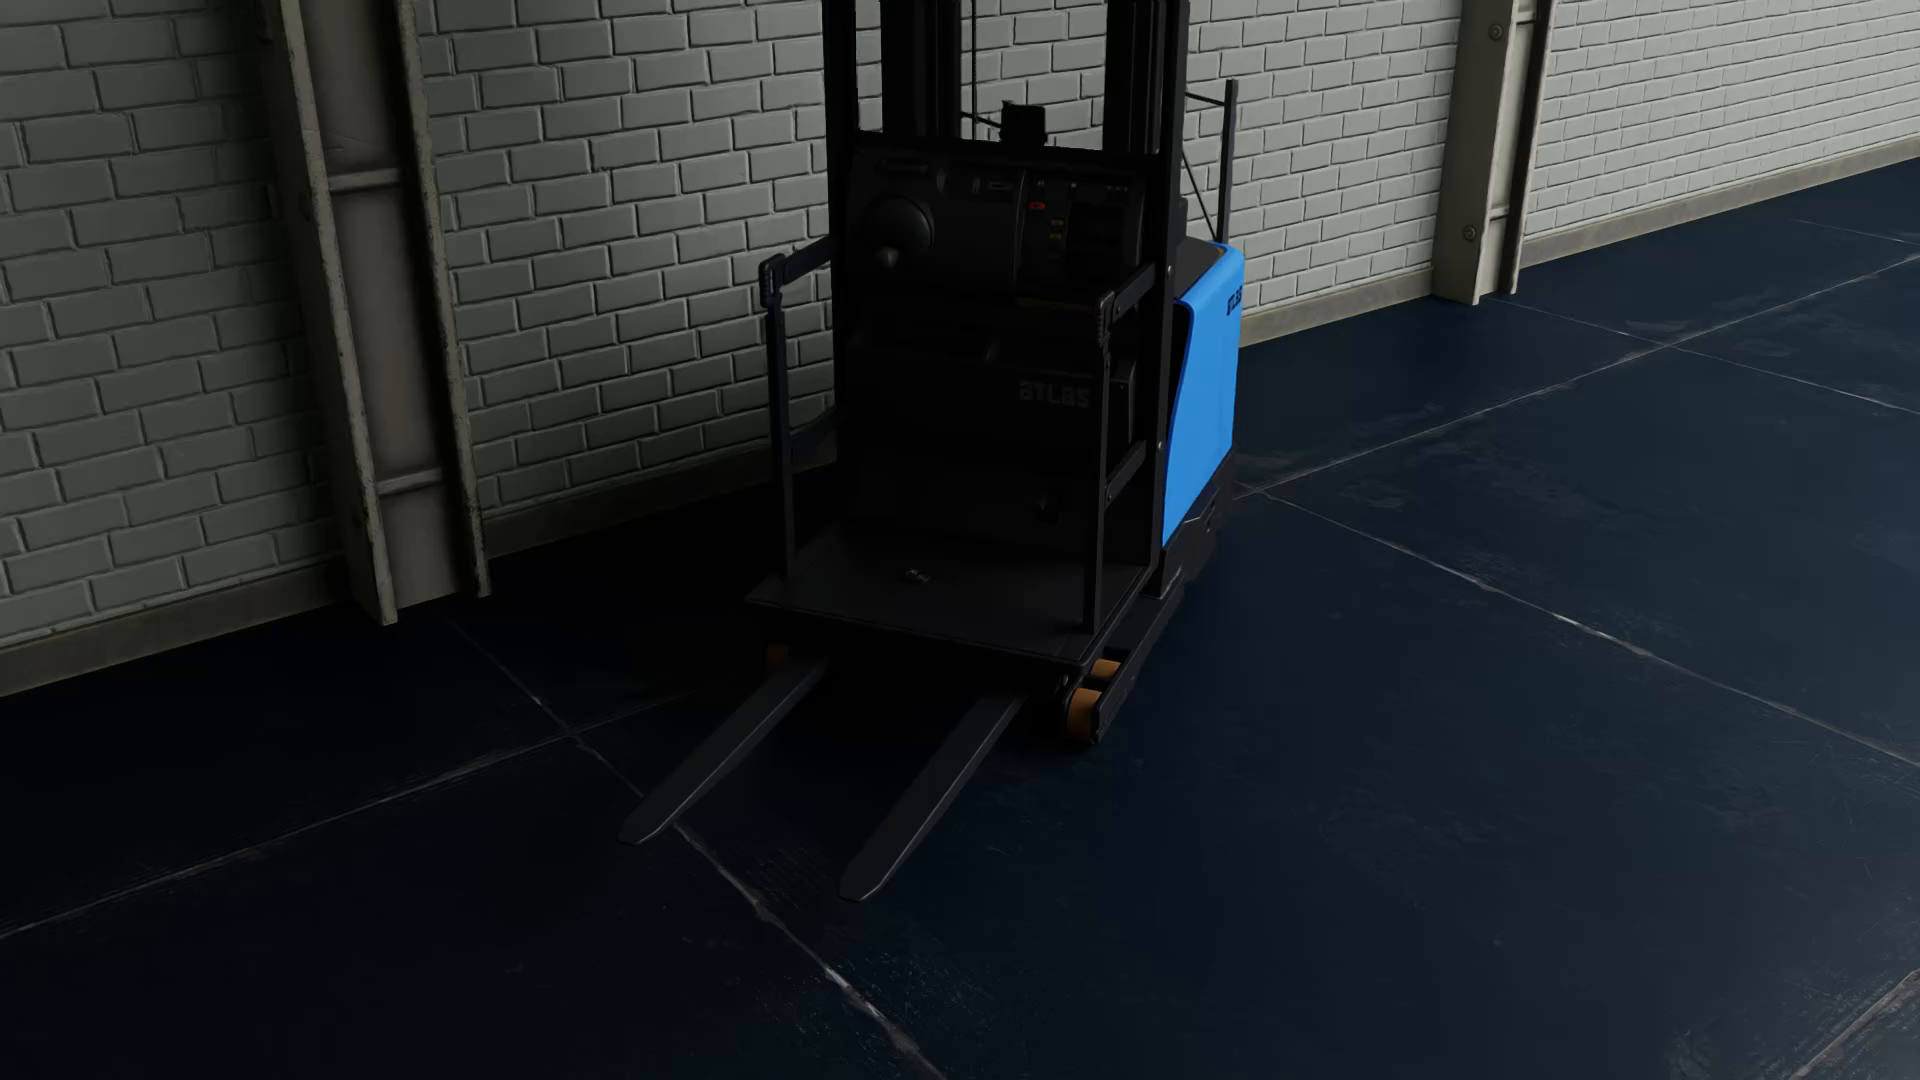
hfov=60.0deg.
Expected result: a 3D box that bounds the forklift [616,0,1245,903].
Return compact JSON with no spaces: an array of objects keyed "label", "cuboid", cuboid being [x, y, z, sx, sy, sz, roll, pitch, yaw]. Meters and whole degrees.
[{"label":"forklift","cuboid":[0.020,-0.924,4.759,1.130,2.935,3.031,10,27,20]}]

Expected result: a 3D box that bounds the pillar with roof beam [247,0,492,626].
[{"label":"pillar with roof beam","cuboid":[0.764,-2.466,0.874,0.400,9.000,9.100,-18,31,-34]}]

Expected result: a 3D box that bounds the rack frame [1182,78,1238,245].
[{"label":"rack frame","cuboid":[0.985,-1.243,7.144,0.032,1.500,0.500,-12,27,-25]}]

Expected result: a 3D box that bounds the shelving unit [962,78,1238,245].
[{"label":"shelving unit","cuboid":[0.542,-1.147,6.935,1.083,1.500,0.587,-12,27,-25]}]

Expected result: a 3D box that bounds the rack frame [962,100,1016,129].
[{"label":"rack frame","cuboid":[0.083,-1.046,6.719,0.032,1.500,0.500,-12,27,-25]}]

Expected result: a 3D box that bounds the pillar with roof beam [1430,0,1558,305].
[{"label":"pillar with roof beam","cuboid":[5.485,-4.025,4.233,0.400,9.000,9.100,-18,31,-34]}]
